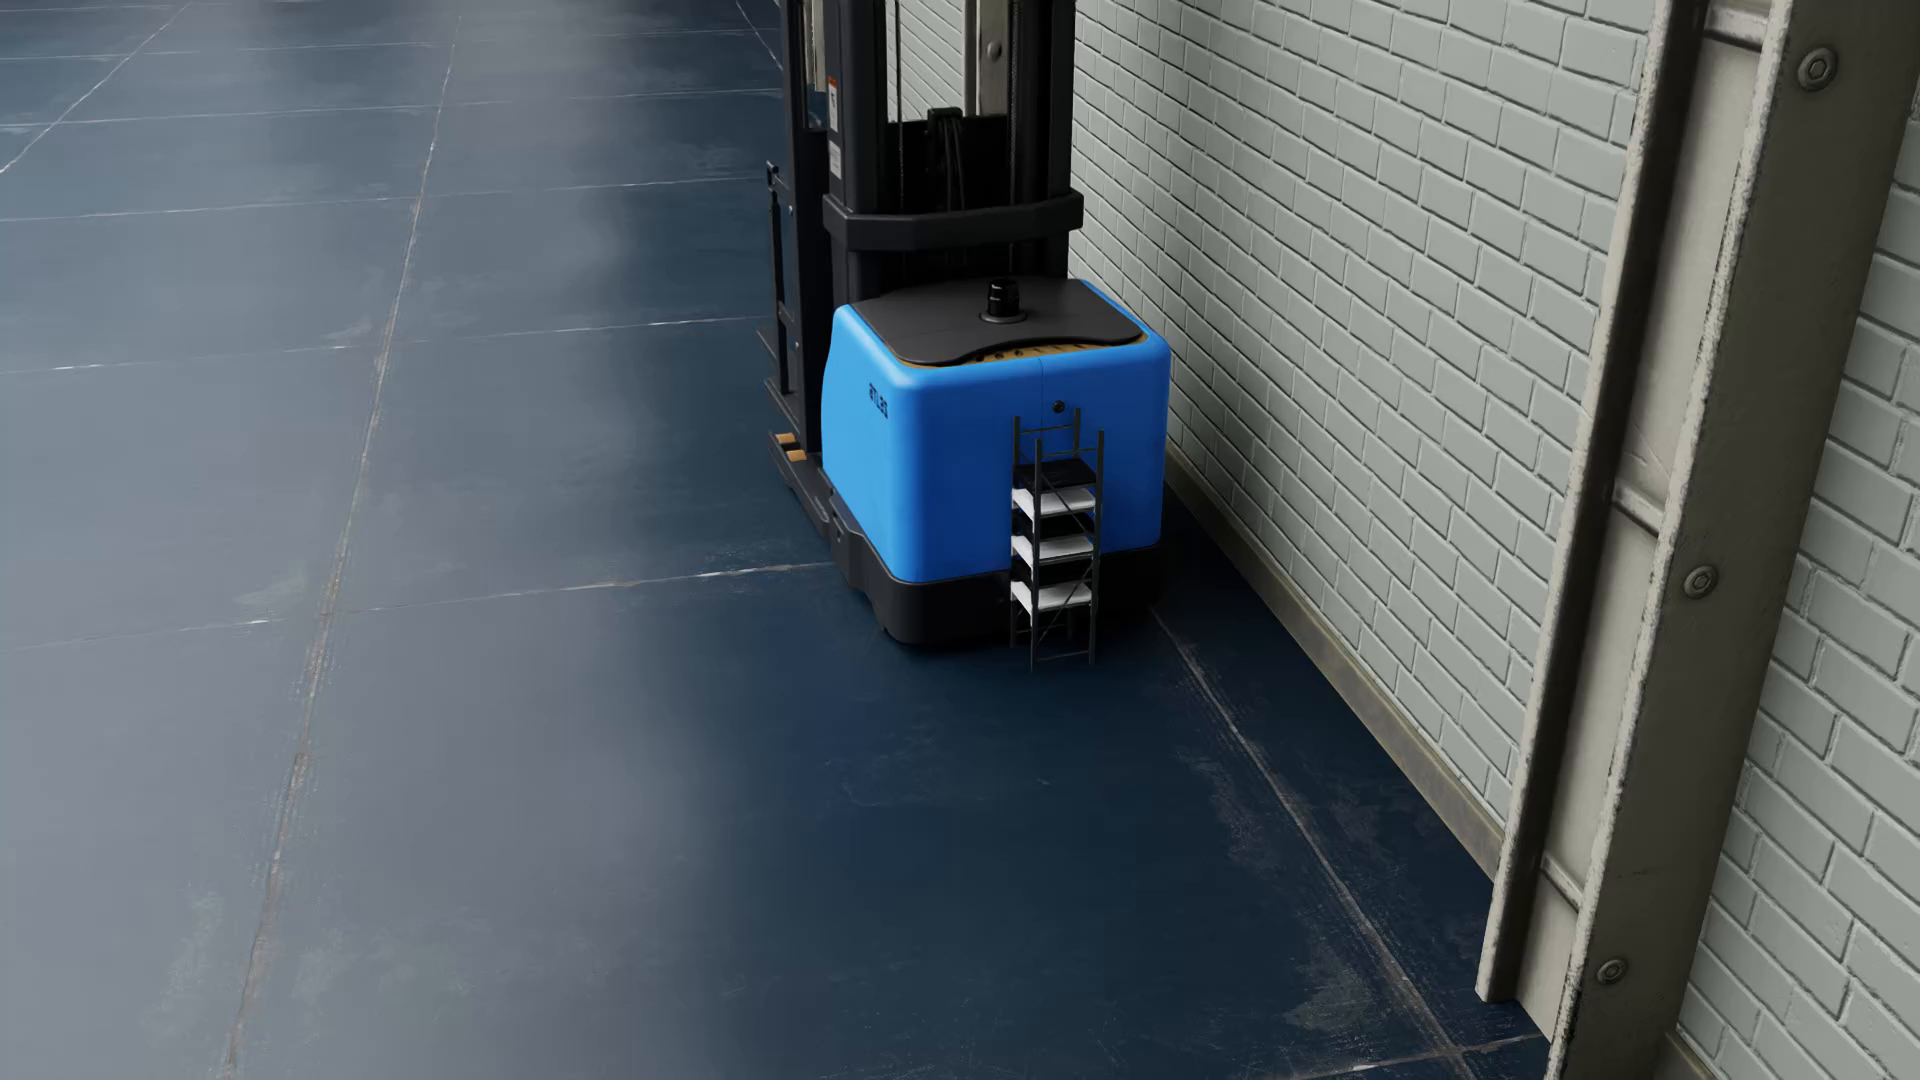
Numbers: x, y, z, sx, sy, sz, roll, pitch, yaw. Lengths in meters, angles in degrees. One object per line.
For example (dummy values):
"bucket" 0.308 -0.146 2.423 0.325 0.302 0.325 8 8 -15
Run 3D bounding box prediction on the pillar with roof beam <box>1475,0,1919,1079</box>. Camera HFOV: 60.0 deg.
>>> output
"pillar with roof beam" -2.640 -2.323 1.366 9.100 9.000 0.400 -6 27 -12

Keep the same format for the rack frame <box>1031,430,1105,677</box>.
"rack frame" 0.361 0.057 5.638 0.240 0.900 0.006 -9 28 -17

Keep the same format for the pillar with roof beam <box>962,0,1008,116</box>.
"pillar with roof beam" -3.992 -4.957 6.585 9.100 9.000 0.400 -6 27 -12

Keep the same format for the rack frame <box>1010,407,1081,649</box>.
"rack frame" 0.295 -0.030 5.810 0.240 0.900 0.006 -9 28 -17

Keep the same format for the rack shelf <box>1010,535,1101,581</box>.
"rack shelf" 0.328 0.043 5.739 0.258 0.077 0.200 -9 28 -17

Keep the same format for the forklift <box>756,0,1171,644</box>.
"forklift" -0.210 -1.584 6.636 1.130 2.935 3.031 -9 28 -17

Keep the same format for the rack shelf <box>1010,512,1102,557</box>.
"rack shelf" 0.328 -0.037 5.699 0.258 0.077 0.200 -9 28 -17

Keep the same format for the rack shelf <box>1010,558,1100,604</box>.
"rack shelf" 0.328 0.124 5.780 0.258 0.077 0.200 -9 28 -17

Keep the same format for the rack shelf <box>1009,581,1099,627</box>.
"rack shelf" 0.328 0.204 5.820 0.258 0.077 0.200 -9 28 -17

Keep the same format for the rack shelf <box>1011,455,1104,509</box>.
"rack shelf" 0.328 -0.198 5.617 0.258 0.077 0.200 -9 28 -17

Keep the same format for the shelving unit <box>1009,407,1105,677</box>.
"shelving unit" 0.328 0.014 5.724 0.258 0.900 0.210 -9 28 -17

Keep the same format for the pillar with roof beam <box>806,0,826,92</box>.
"pillar with roof beam" -5.344 -7.591 11.803 9.100 9.000 0.400 -6 27 -12

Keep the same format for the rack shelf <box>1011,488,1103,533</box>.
"rack shelf" 0.328 -0.117 5.658 0.258 0.077 0.200 -9 28 -17
